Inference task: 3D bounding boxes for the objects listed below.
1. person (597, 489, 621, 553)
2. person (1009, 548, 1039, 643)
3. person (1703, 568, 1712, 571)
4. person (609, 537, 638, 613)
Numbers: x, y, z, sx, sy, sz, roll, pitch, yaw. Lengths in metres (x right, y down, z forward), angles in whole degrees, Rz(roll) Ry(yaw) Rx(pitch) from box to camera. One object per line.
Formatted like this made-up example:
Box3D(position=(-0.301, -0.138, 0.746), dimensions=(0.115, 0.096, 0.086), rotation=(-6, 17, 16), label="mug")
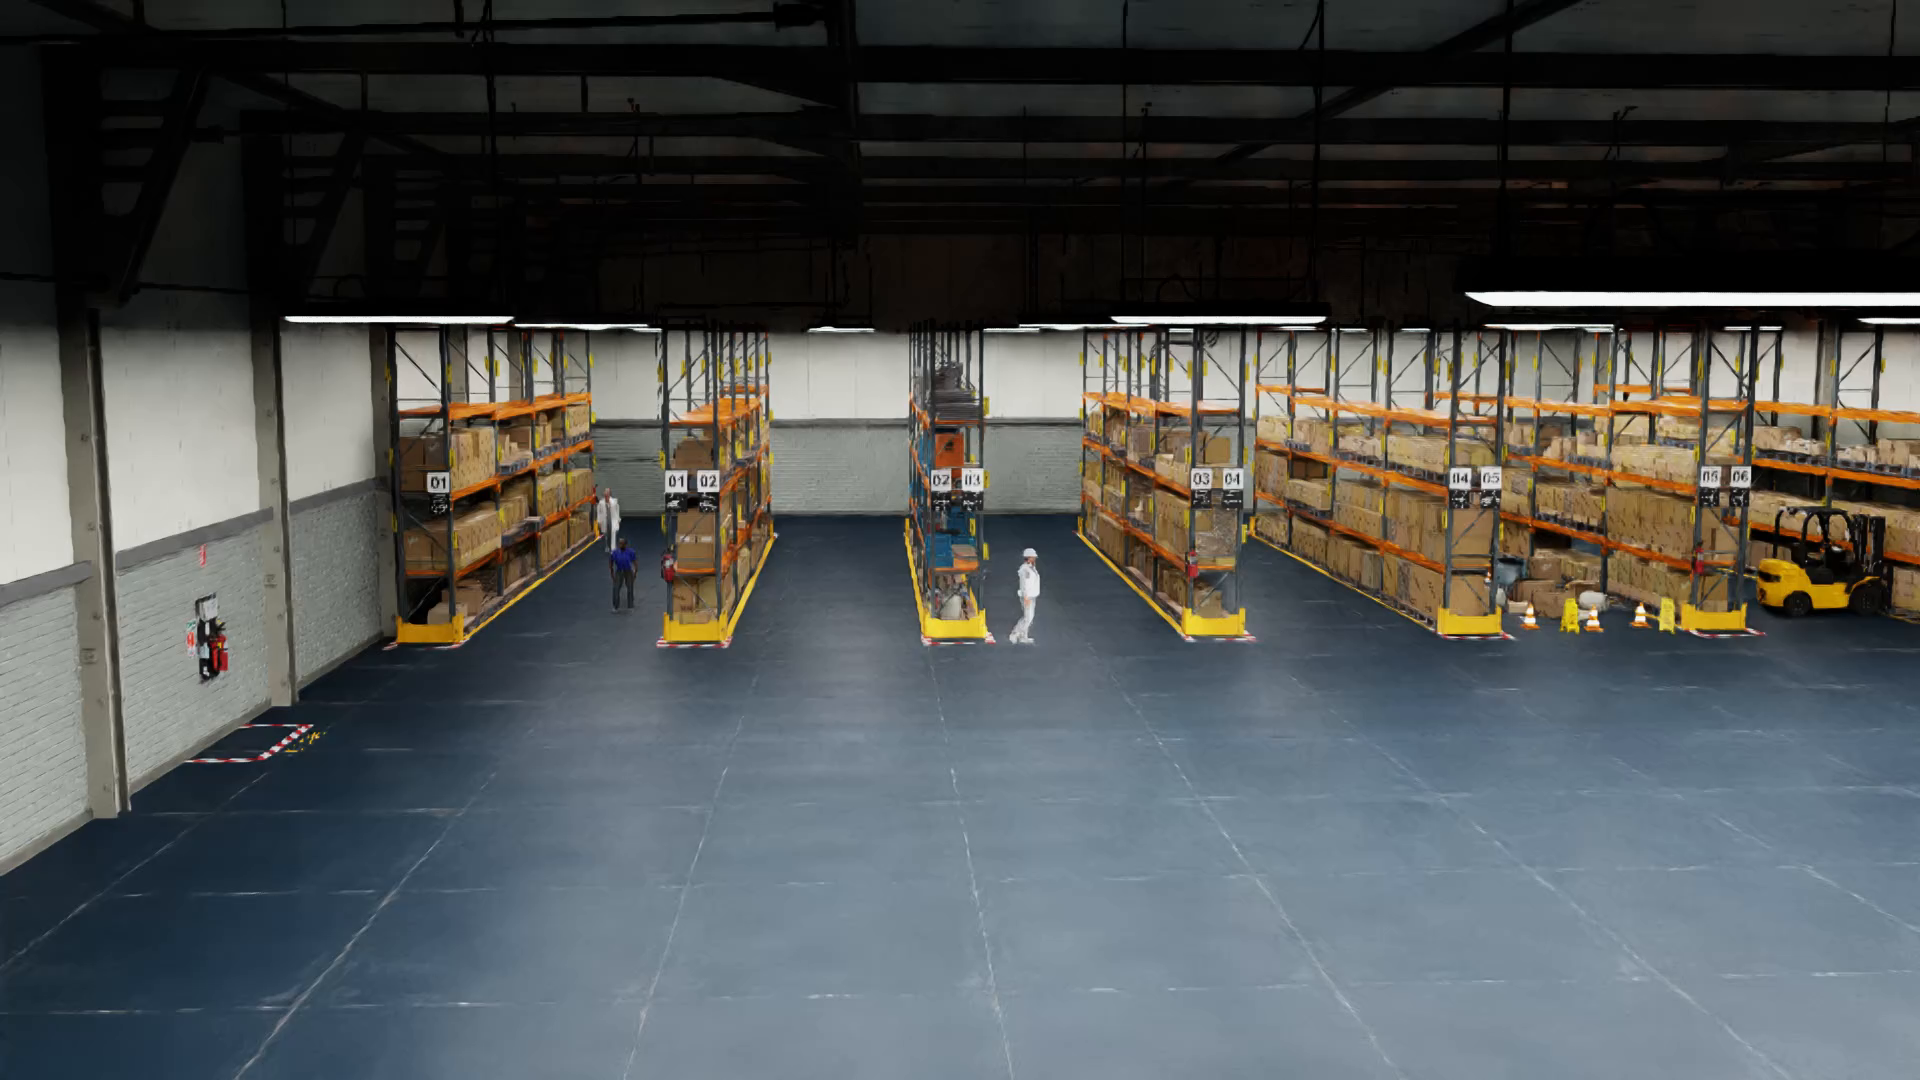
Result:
Box3D(position=(-9.149, -0.486, 43.273), dimensions=(0.601, 1.694, 1.167), rotation=(-1, 7, -5), label="person")
Box3D(position=(1.198, 1.038, 30.815), dimensions=(0.470, 1.759, 0.695), rotation=(3, 8, 24), label="person")
Box3D(position=(16.795, 0.241, 37.616), dimensions=(0.526, 1.665, 0.566), rotation=(4, 8, 26), label="person")
Box3D(position=(-6.926, 0.711, 34.250), dimensions=(0.592, 1.604, 0.518), rotation=(-1, 7, -5), label="person")
